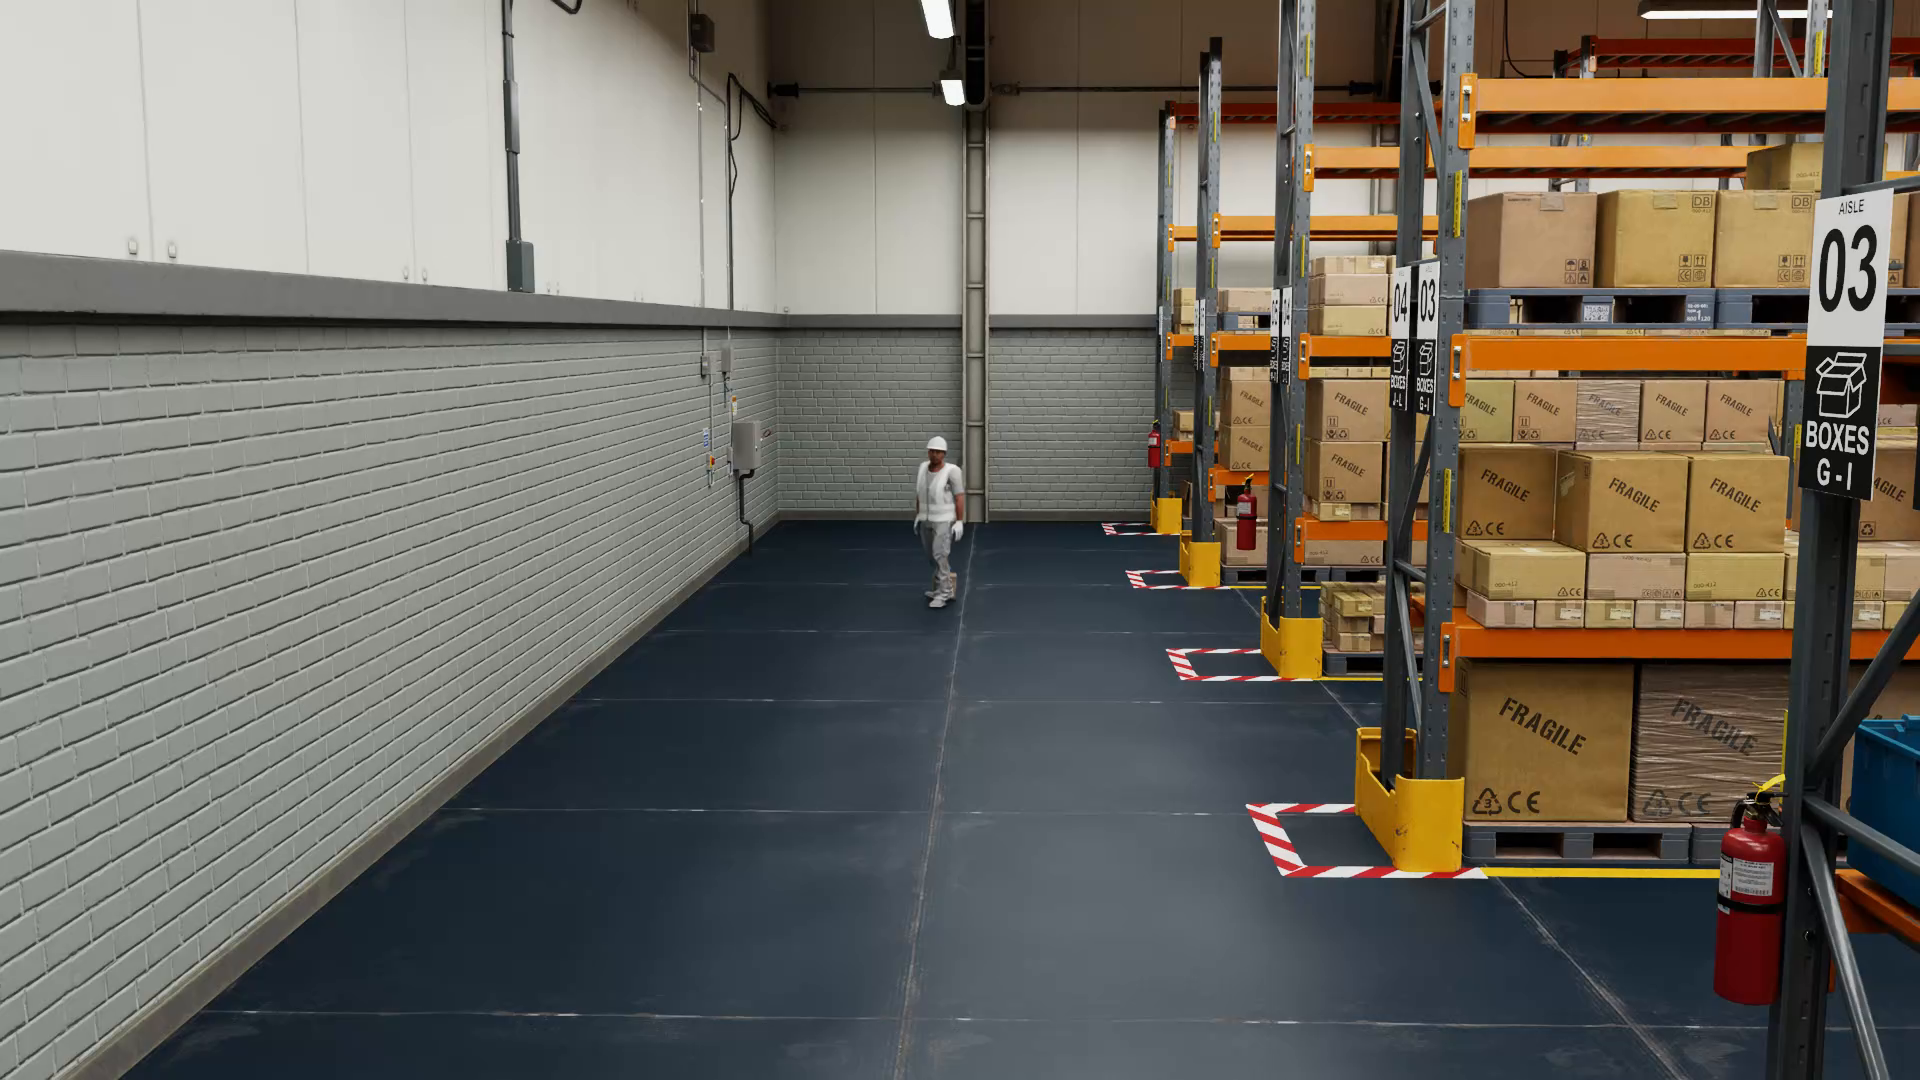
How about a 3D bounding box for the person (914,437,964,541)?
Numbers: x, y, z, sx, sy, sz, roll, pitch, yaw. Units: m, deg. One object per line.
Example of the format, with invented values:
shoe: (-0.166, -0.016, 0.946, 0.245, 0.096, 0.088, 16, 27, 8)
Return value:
person: (-0.251, -0.532, 17.170, 0.589, 1.082, 0.385, 6, 9, 39)
